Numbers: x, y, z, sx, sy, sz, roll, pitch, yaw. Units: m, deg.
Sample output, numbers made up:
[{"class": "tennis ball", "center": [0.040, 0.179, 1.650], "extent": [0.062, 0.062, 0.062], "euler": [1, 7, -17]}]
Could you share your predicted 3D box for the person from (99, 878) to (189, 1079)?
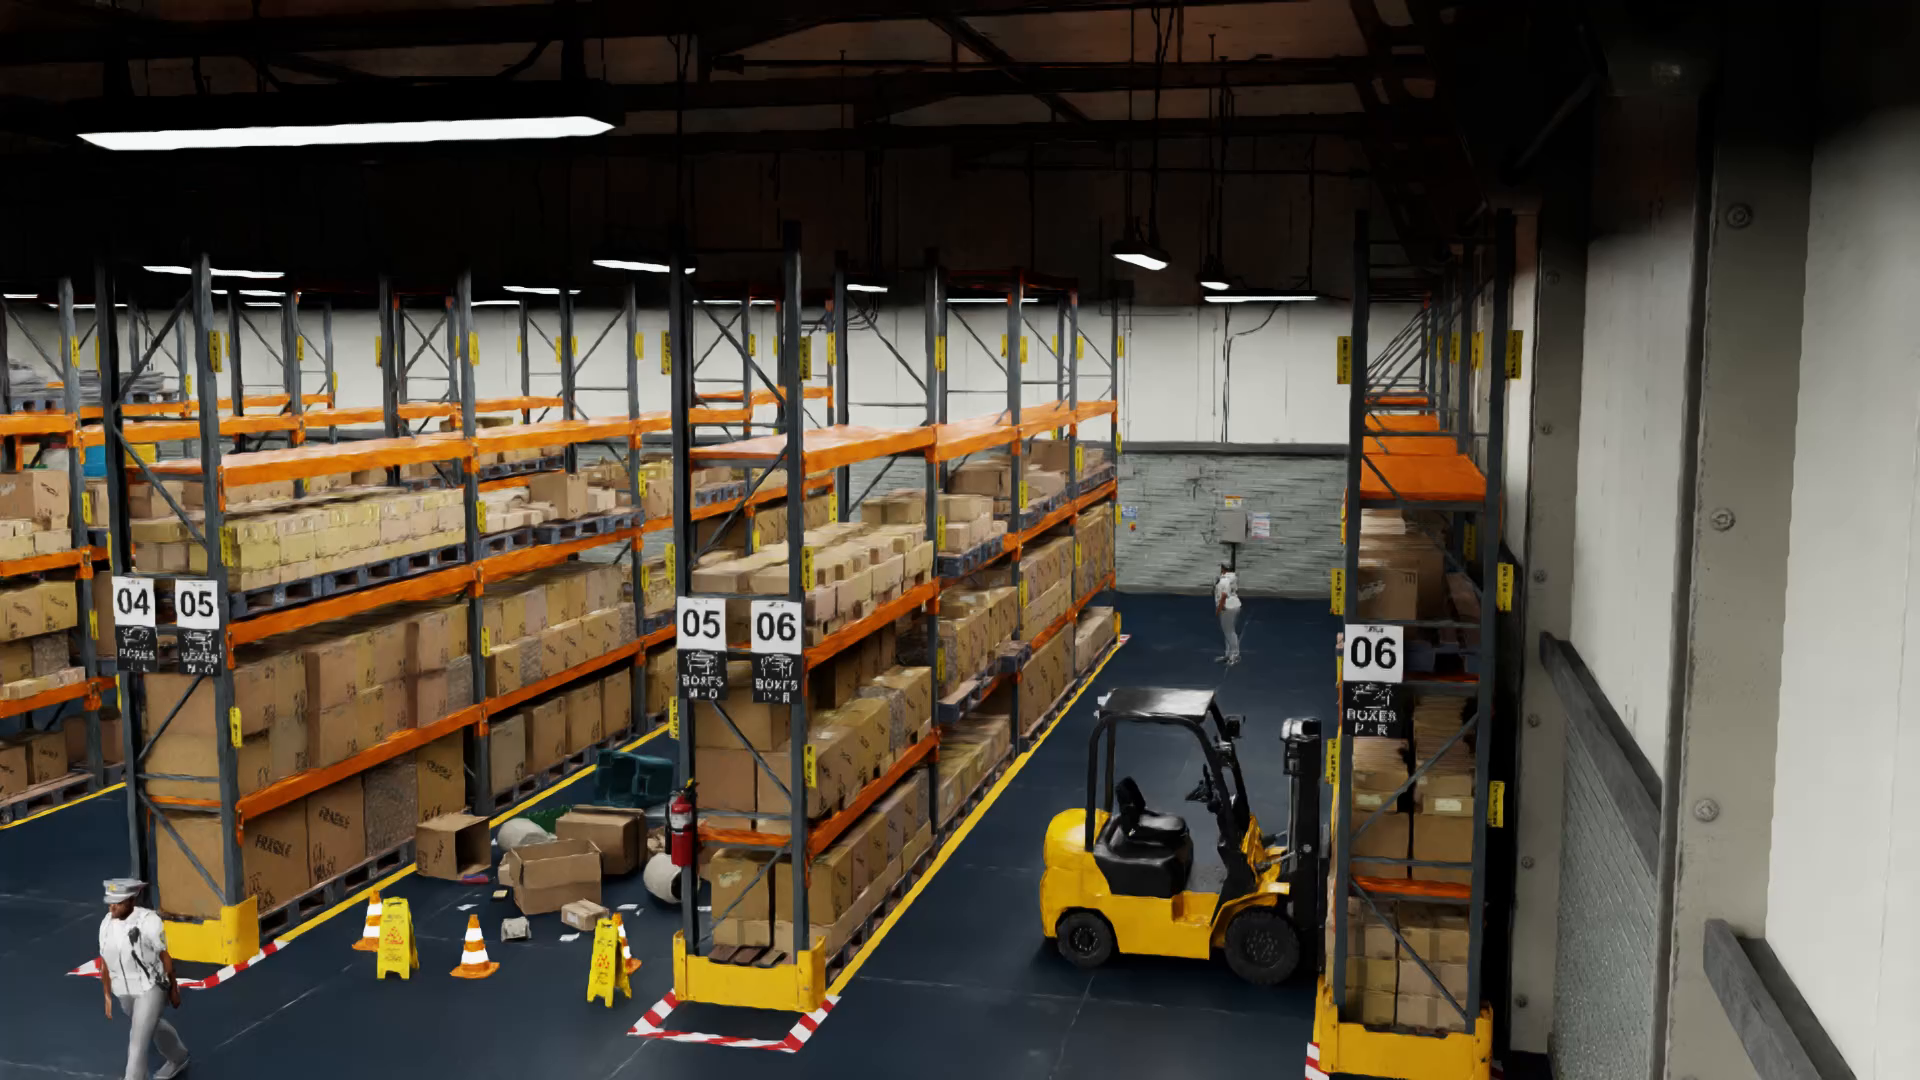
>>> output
[{"class": "person", "center": [-5.538, 3.003, 11.154], "extent": [0.453, 1.579, 1.088], "euler": [1, 7, 12]}]

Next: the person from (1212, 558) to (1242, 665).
[{"class": "person", "center": [4.269, 1.132, 26.427], "extent": [0.466, 1.693, 0.505], "euler": [3, 8, 25]}]
